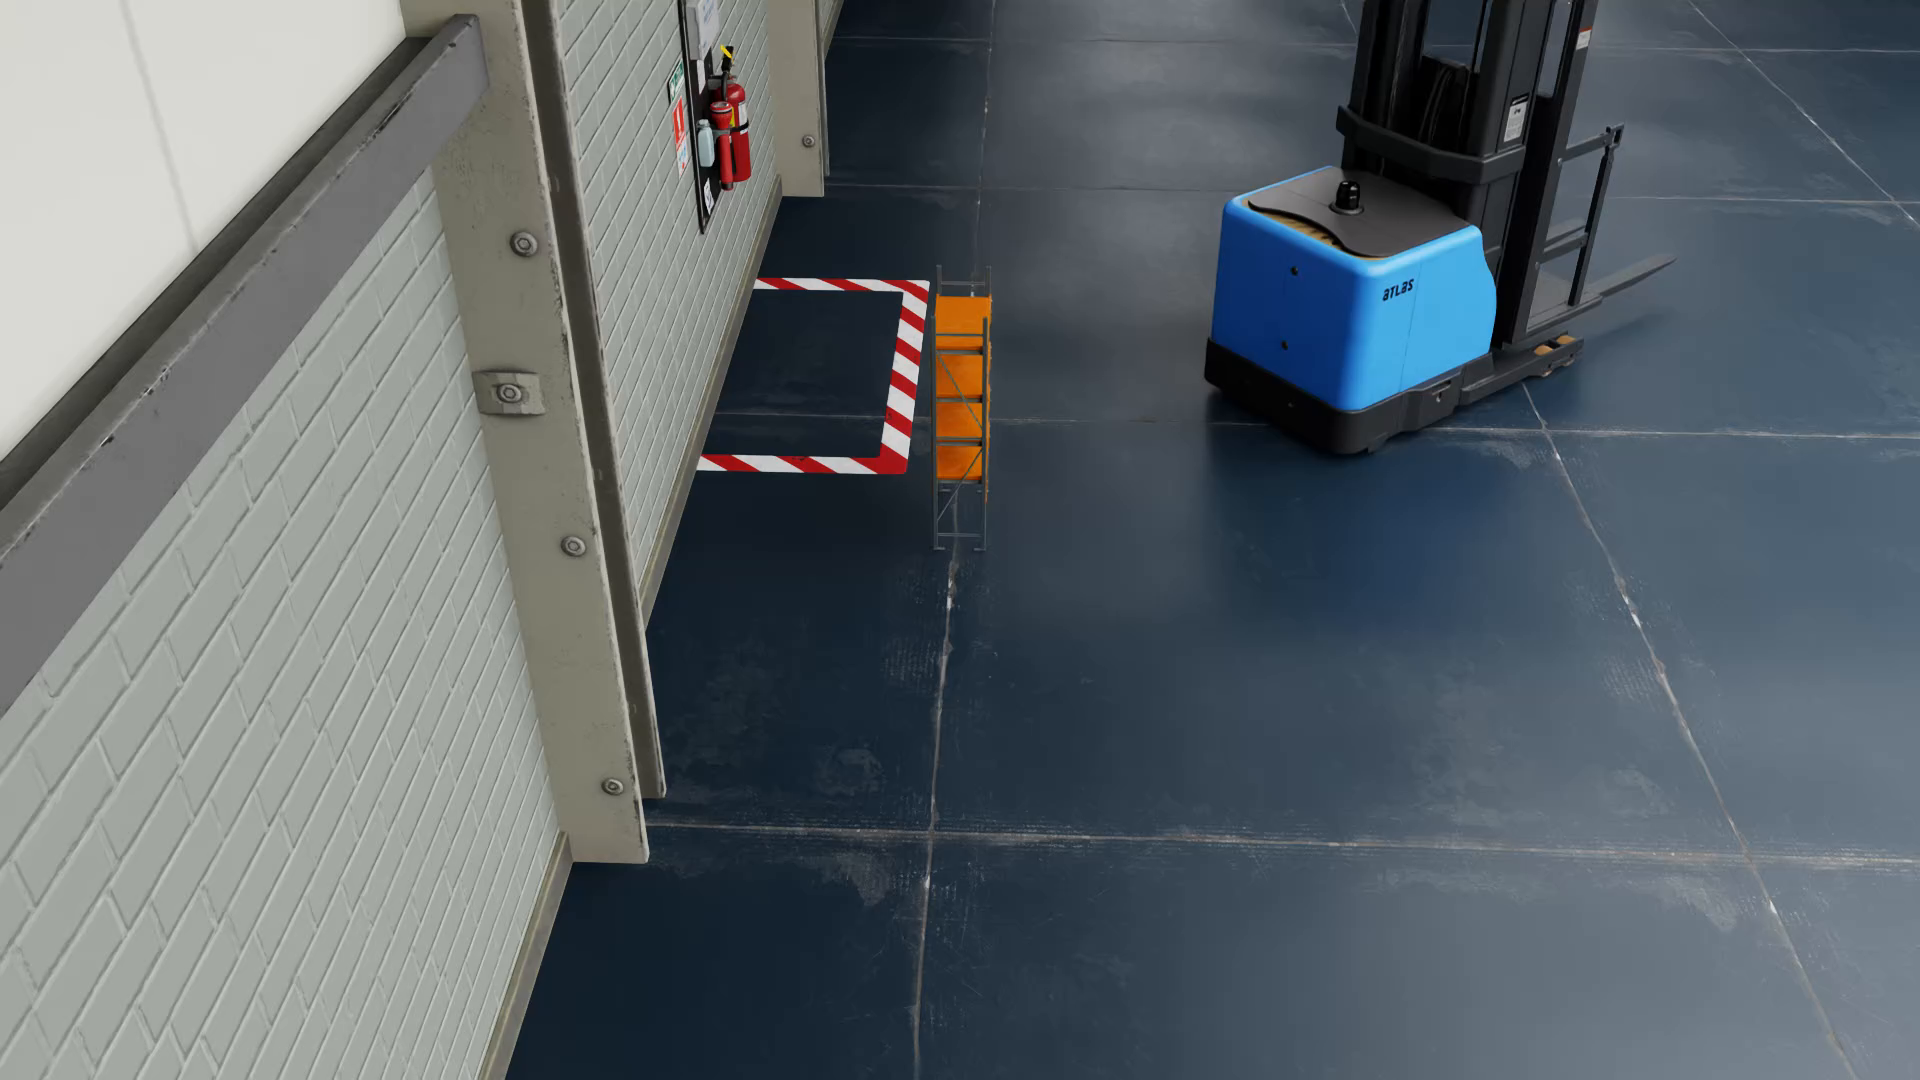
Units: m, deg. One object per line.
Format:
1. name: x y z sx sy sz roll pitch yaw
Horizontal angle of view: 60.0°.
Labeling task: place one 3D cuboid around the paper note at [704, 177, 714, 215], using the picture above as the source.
1. paper note: -1.262 -1.732 8.372 0.016 0.148 0.142 1 35 2

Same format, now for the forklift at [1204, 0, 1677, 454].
1. forklift: 2.784 -2.304 8.479 3.031 2.935 1.130 -23 41 -29

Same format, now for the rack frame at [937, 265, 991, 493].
1. rack frame: 0.016 -0.726 7.740 0.240 1.200 0.015 1 35 2

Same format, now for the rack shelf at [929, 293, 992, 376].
1. rack shelf: 0.007 -0.907 7.314 0.258 0.148 0.480 1 35 2

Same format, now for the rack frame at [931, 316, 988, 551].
1. rack frame: -0.003 -0.446 7.341 0.240 1.200 0.015 1 35 2

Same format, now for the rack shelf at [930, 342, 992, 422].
1. rack shelf: 0.007 -0.714 7.450 0.258 0.148 0.480 1 35 2

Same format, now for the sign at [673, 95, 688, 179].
1. sign: -1.312 -1.892 7.802 0.001 0.329 0.234 1 35 2

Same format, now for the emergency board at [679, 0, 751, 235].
1. emergency board: -1.186 -2.192 8.261 0.194 1.169 0.643 1 35 2

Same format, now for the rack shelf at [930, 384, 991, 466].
1. rack shelf: 0.007 -0.531 7.579 0.258 0.148 0.480 1 35 2

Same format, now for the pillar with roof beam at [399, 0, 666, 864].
1. pillar with roof beam: 3.012 -2.519 3.508 9.100 9.000 0.400 1 35 2

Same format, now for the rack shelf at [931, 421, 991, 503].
1. rack shelf: 0.007 -0.369 7.693 0.258 0.148 0.480 1 35 2

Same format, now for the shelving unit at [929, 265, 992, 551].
1. shelving unit: 0.007 -0.586 7.540 0.258 1.200 0.503 1 35 2

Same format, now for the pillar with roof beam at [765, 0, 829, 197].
1. pillar with roof beam: 3.253 -5.966 8.413 9.100 9.000 0.400 1 35 2

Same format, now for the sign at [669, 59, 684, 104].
1. sign: -1.302 -2.111 7.653 0.001 0.109 0.331 1 35 2
